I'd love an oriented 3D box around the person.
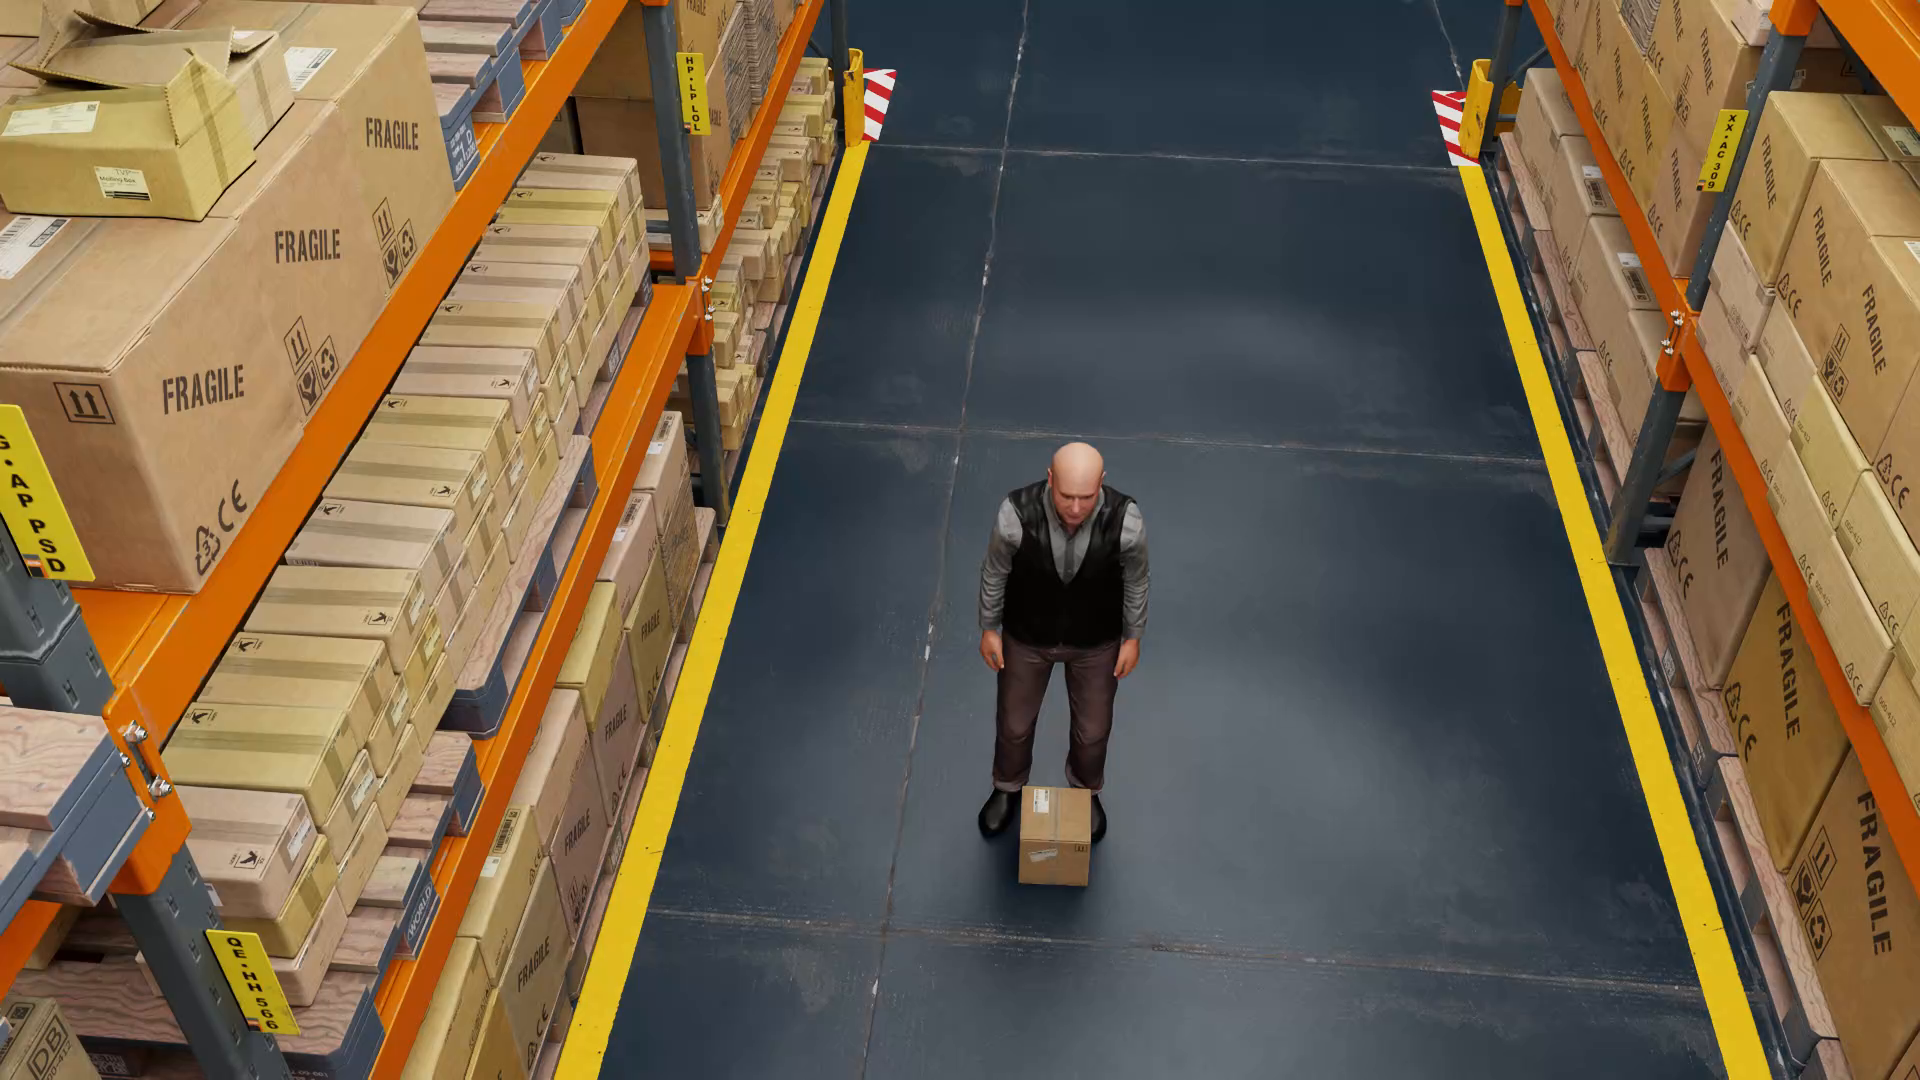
[{"bbox_3d":[0.353,0.327,5.782,0.578,1.720,0.418,3,40,3],"label":"person"}]
